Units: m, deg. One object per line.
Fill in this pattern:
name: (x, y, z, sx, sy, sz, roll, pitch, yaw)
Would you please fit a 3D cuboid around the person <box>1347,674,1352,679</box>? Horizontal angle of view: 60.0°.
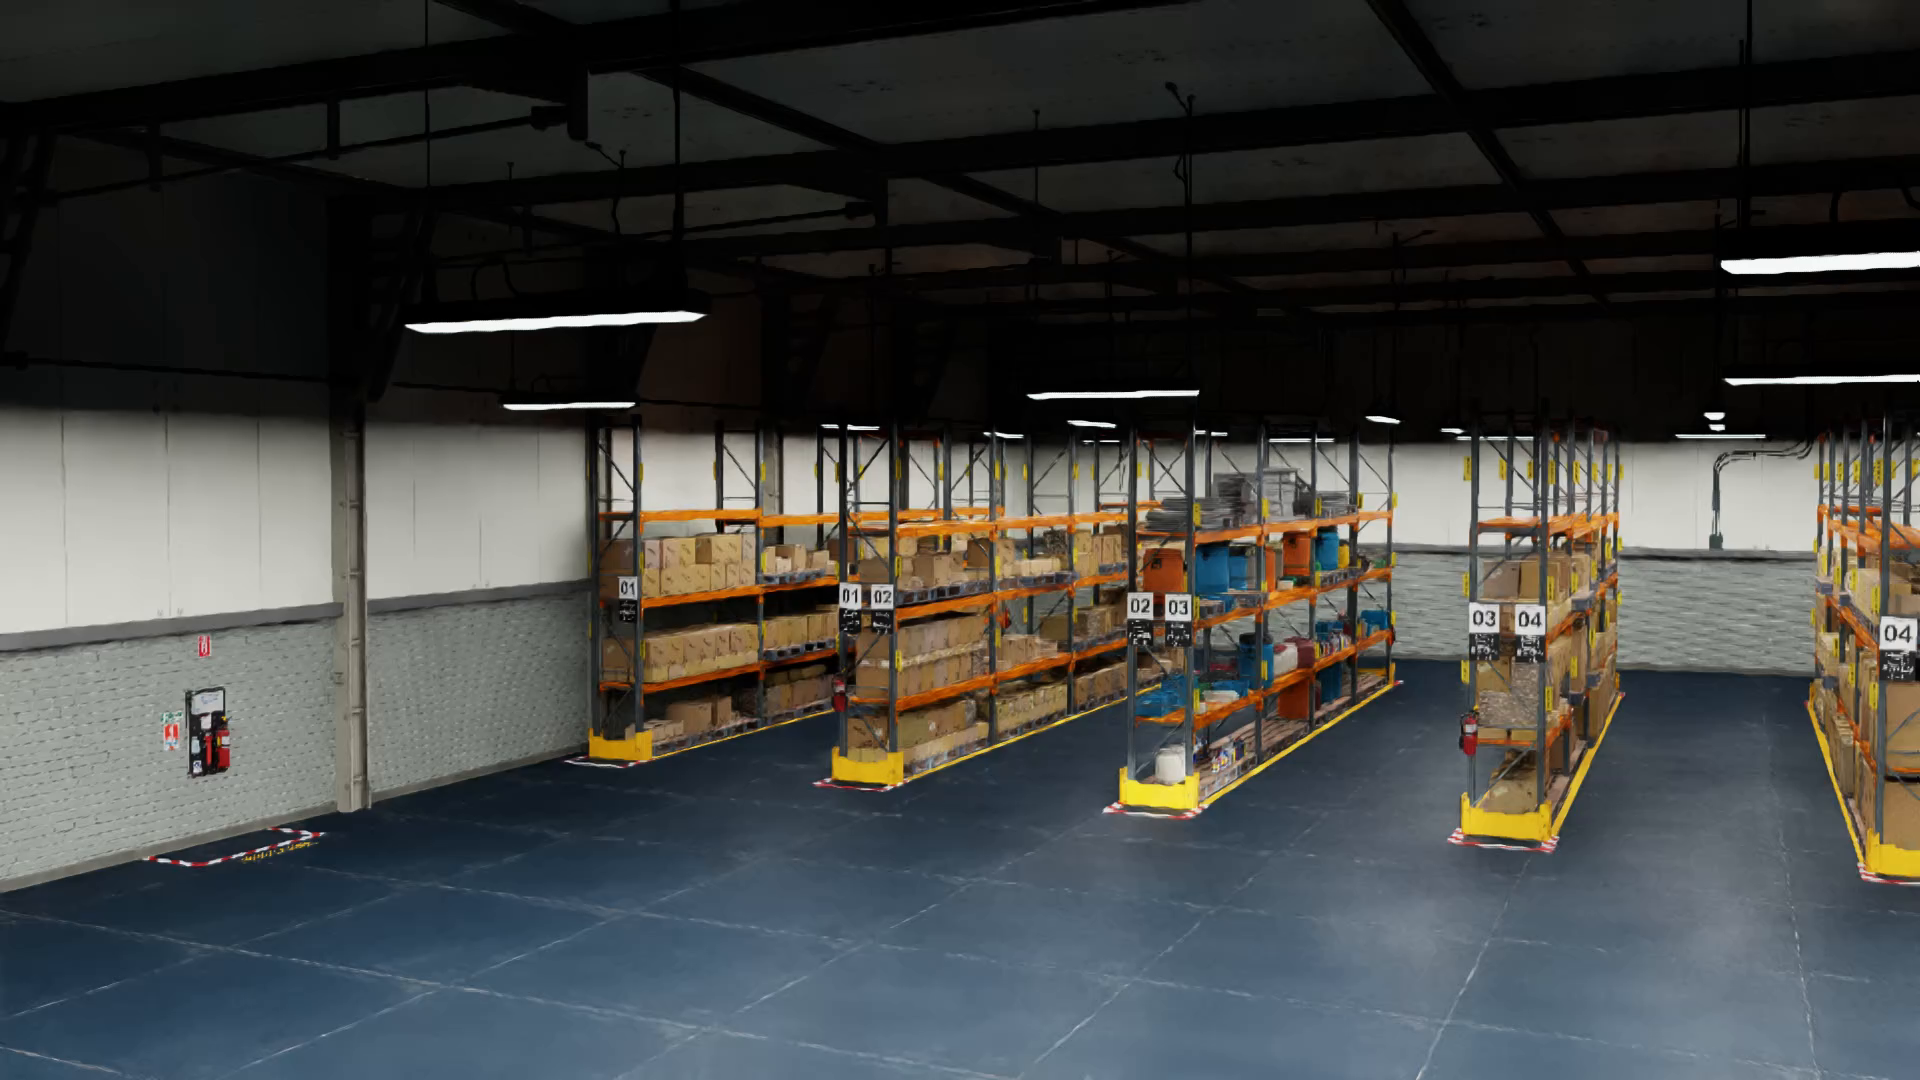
person: (8.842, 2.607, 38.686, 0.586, 1.532, 0.740, -1, 2, -15)
